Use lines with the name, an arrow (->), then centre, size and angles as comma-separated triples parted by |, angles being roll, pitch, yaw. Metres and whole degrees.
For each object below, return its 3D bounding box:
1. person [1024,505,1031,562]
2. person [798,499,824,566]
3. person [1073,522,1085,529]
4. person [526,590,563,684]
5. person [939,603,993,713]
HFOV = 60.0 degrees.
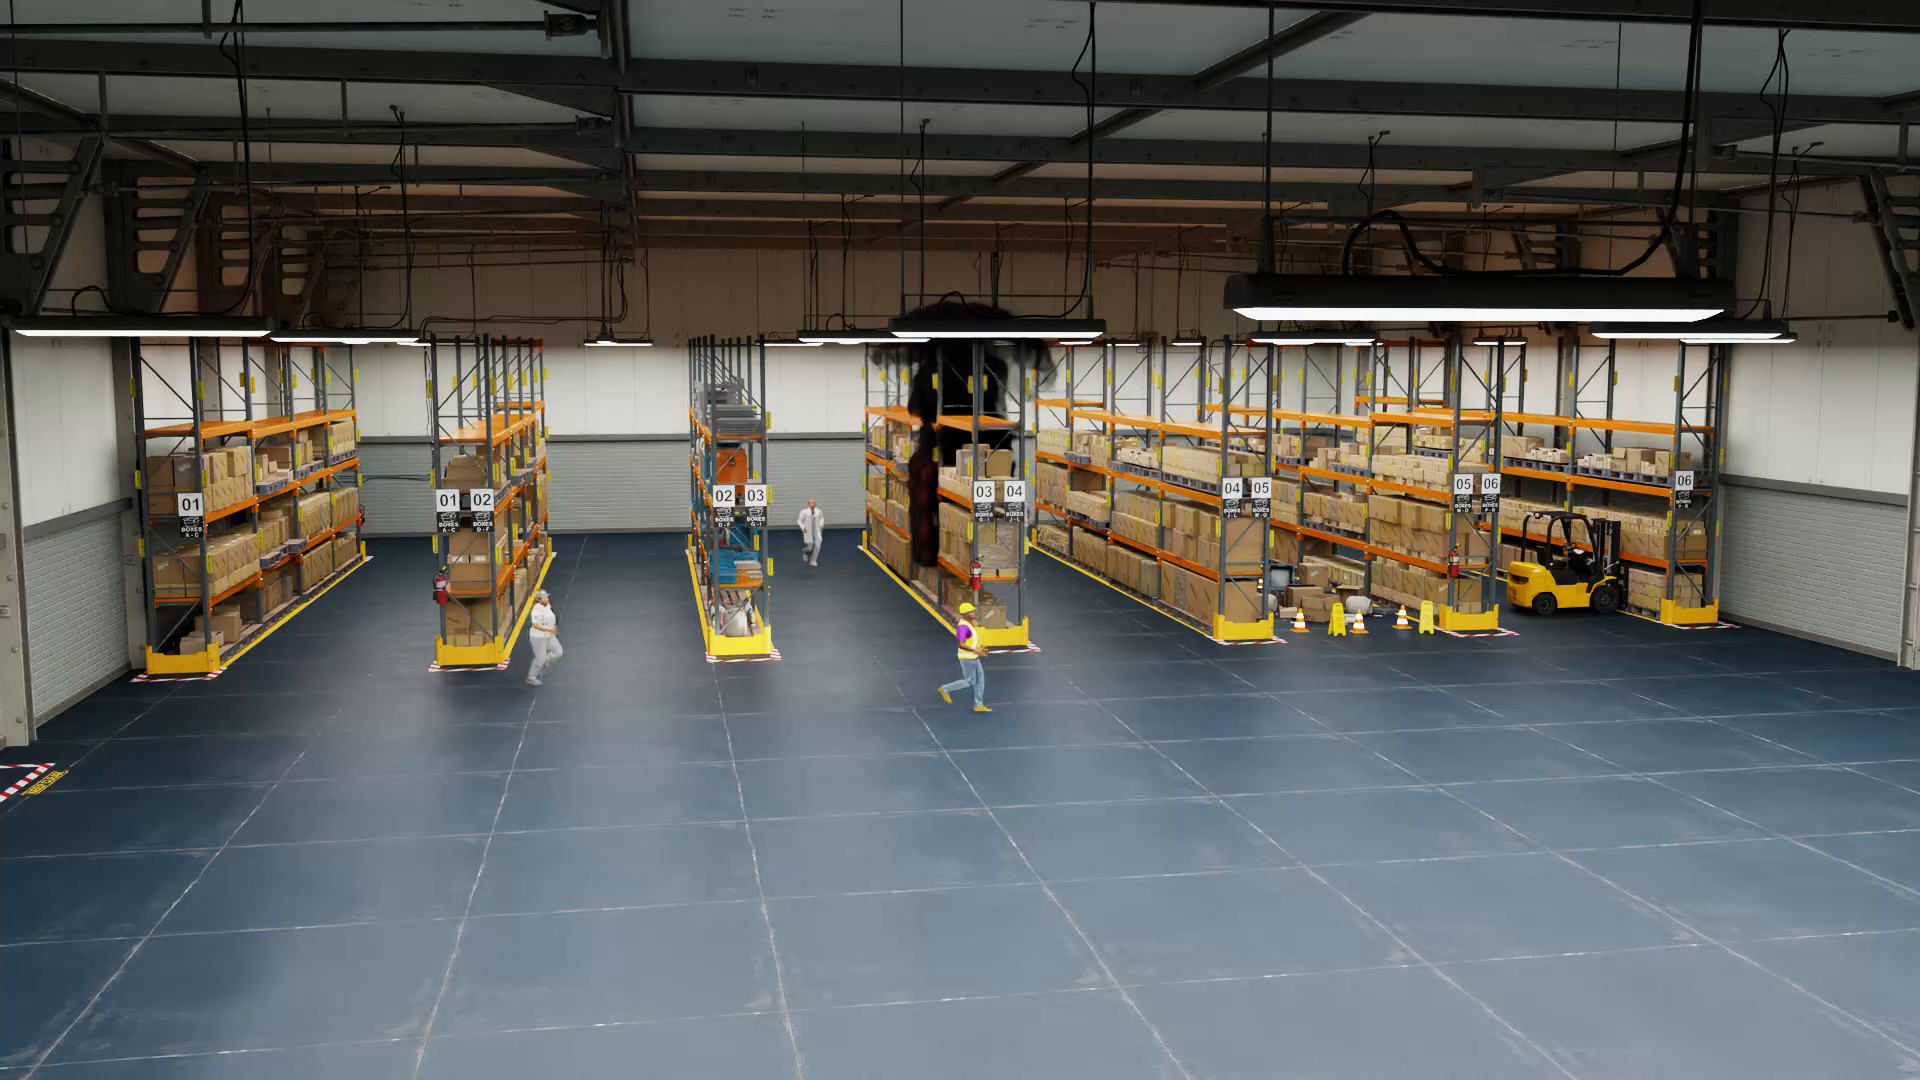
person -> 1.630, -0.348, 45.313 | 0.666, 1.796, 0.944 | -1, 7, -11
person -> -3.735, -0.203, 41.957 | 0.708, 1.679, 0.789 | -3, 7, -22
person -> 3.443, -0.869, 49.723 | 0.903, 1.775, 0.694 | 4, 8, 34
person -> -7.111, 1.666, 28.504 | 0.678, 1.612, 0.634 | 3, 7, 22
person -> 0.098, 1.859, 26.257 | 0.855, 1.752, 0.706 | 1, 7, 10
